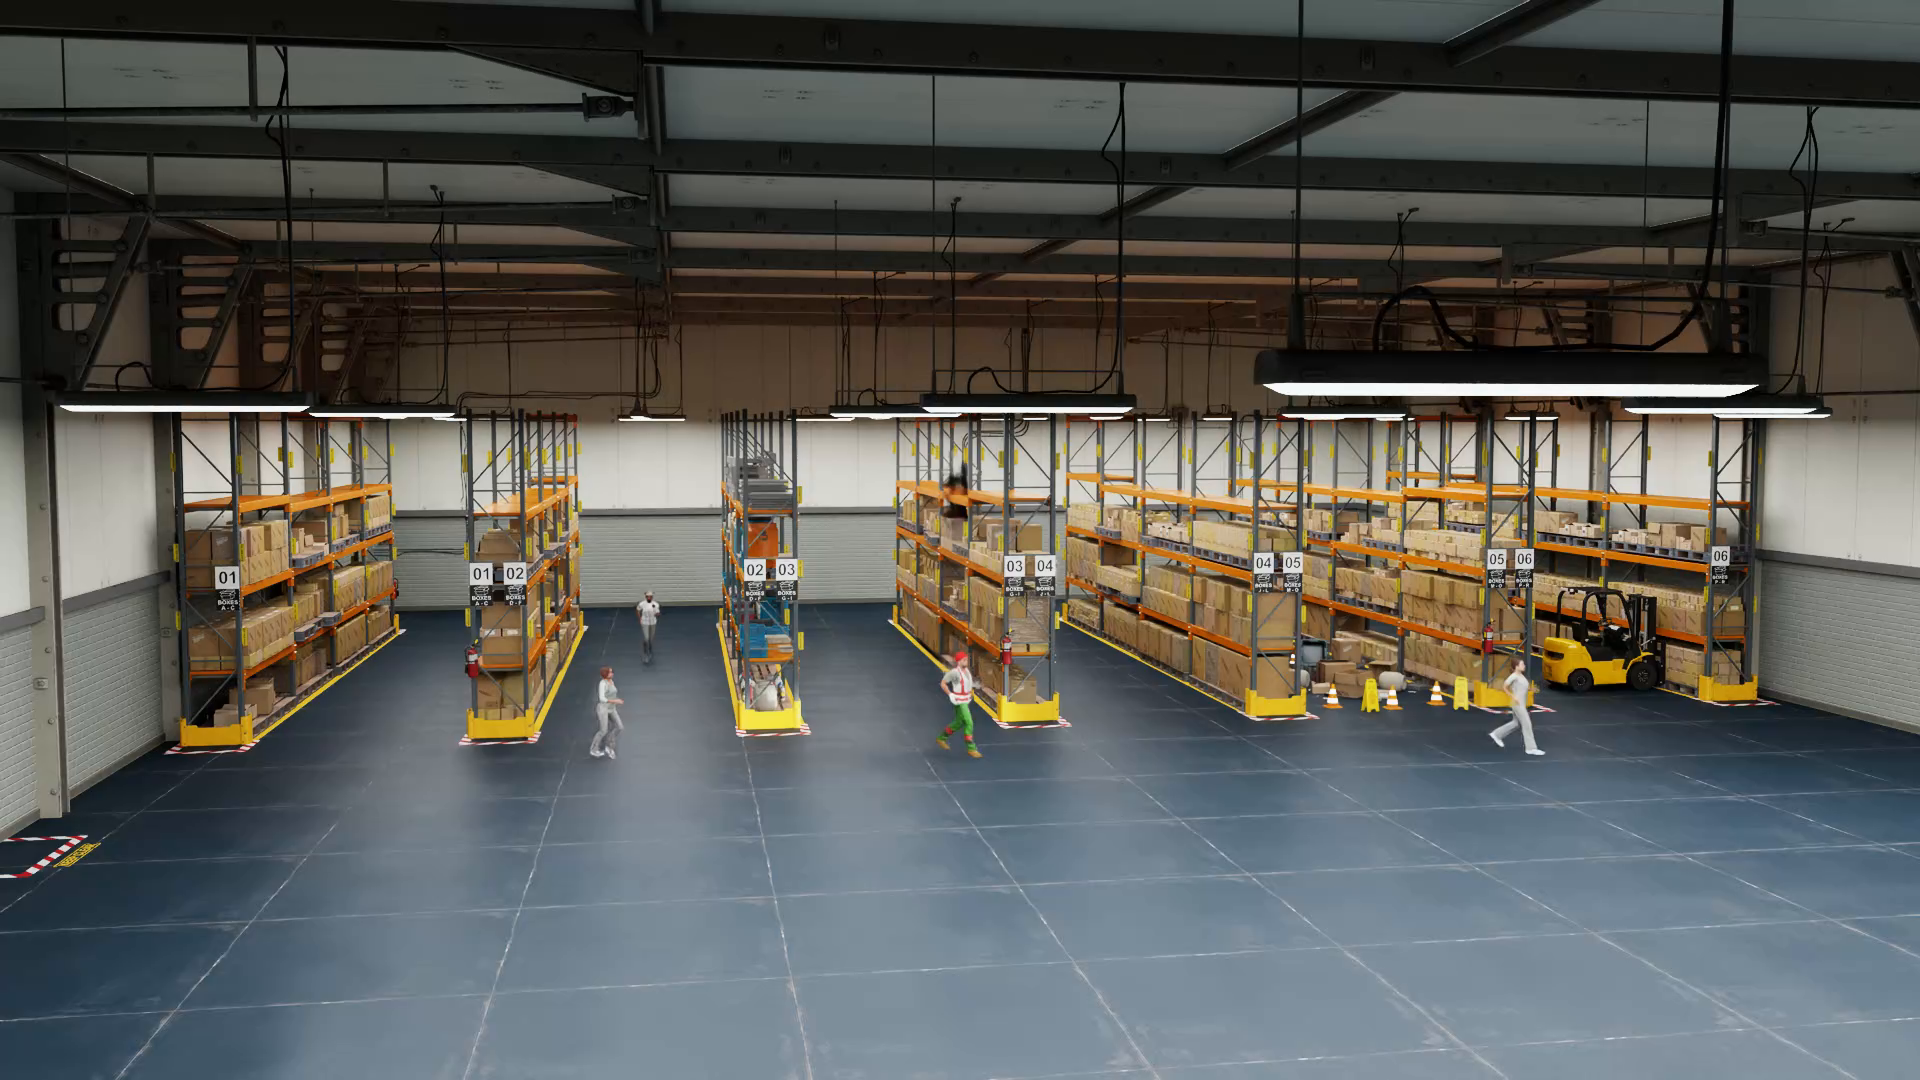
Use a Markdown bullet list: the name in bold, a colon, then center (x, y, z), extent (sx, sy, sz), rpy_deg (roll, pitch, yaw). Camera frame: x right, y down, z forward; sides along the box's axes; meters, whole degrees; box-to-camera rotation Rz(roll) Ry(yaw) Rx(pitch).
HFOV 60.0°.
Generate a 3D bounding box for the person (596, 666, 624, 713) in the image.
- **person**: center (-5.966, 2.585, 28.380), extent (0.569, 0.694, 0.566), rpy_deg (1, 4, 17)

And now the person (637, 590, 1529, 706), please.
- **person**: center (1.090, 2.477, 34.556), extent (12.209, 1.760, 17.675), rpy_deg (-2, 4, -22)

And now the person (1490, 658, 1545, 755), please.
- **person**: center (9.664, 2.861, 28.822), extent (0.960, 1.647, 0.570), rpy_deg (3, 5, 32)

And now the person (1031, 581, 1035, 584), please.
- **person**: center (1.937, 1.658, 47.304), extent (0.677, 1.563, 0.788), rpy_deg (0, 4, 1)

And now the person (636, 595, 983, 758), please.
- **person**: center (-3.697, 2.419, 34.455), extent (12.515, 1.804, 7.928), rpy_deg (2, 4, 25)
